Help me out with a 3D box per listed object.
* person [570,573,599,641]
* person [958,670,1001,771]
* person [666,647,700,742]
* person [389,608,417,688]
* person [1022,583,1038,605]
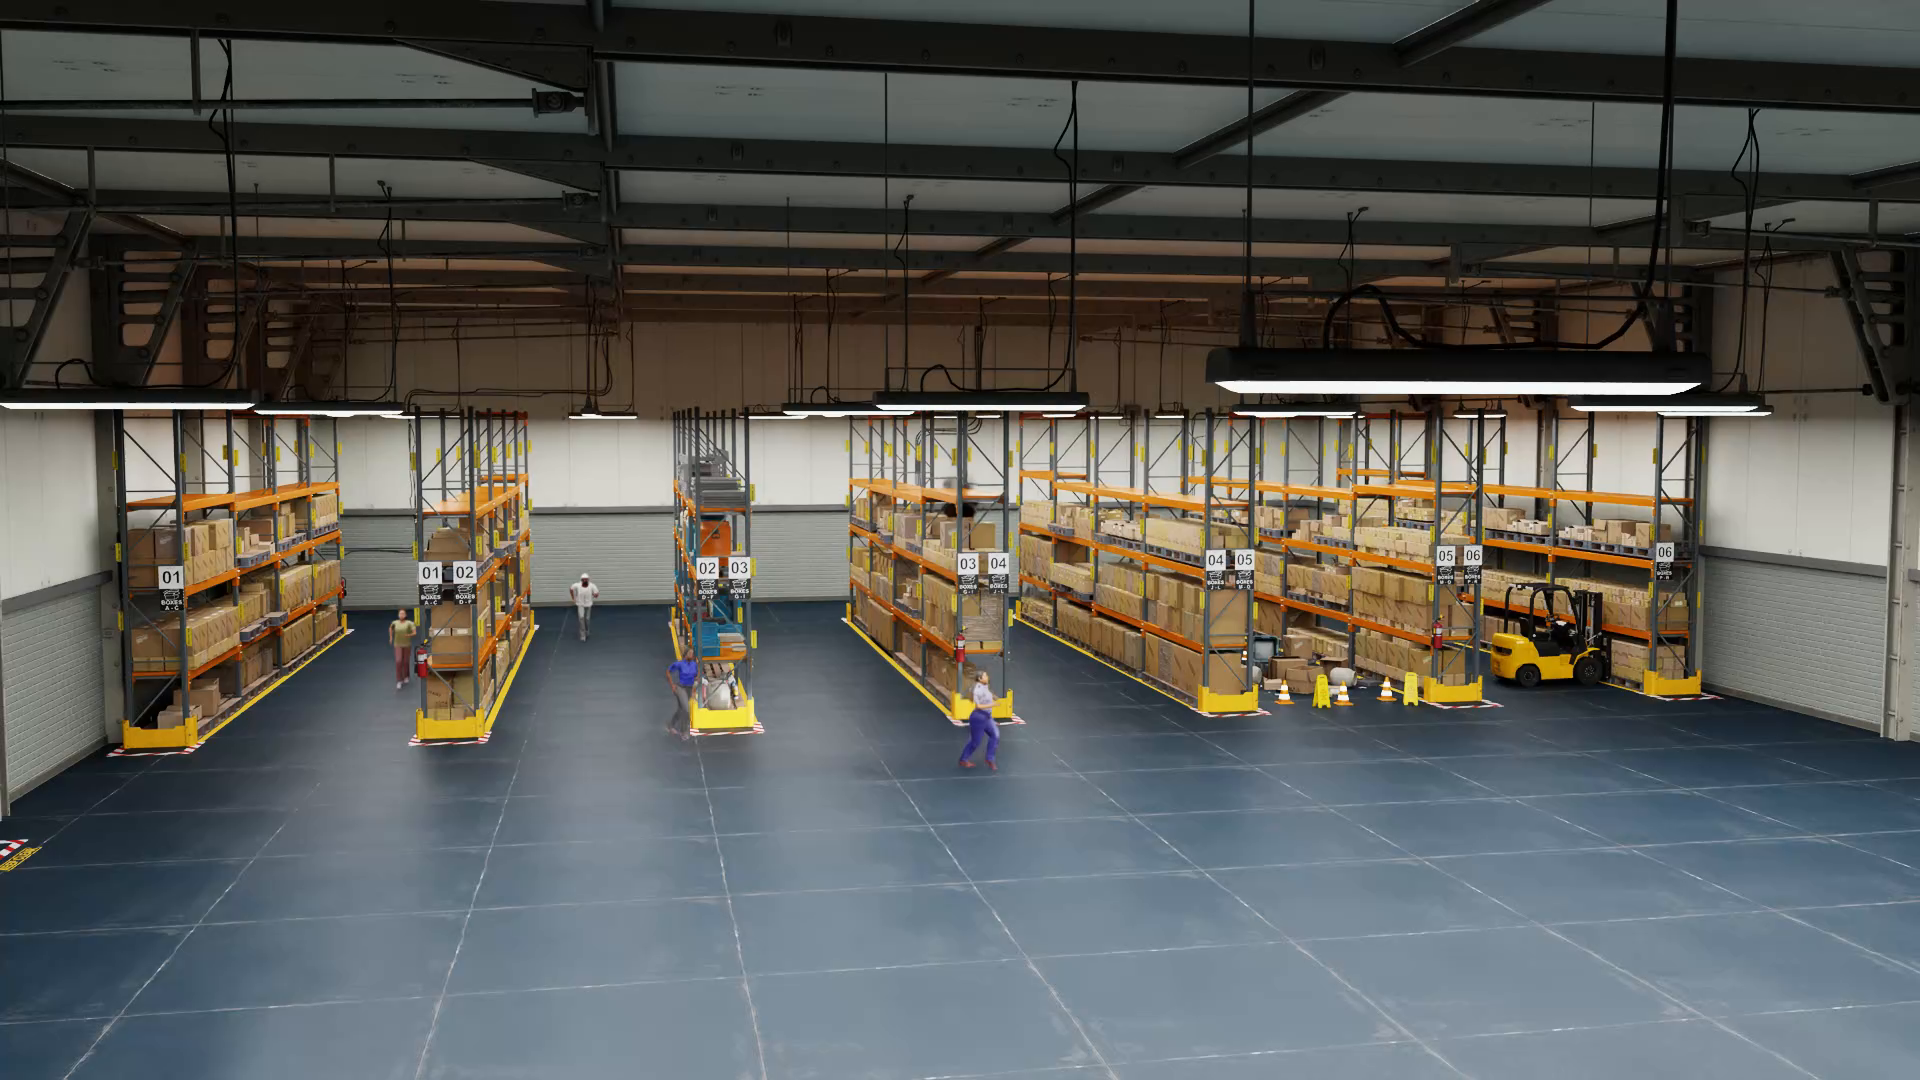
[{"bbox_3d":[-9.867,1.733,43.729,0.736,1.744,0.981,-1,4,-19],"label":"person"},{"bbox_3d":[0.338,2.985,27.272,0.746,1.690,0.583,1,4,18],"label":"person"},{"bbox_3d":[-5.010,2.781,30.140,0.801,1.683,0.569,3,5,39],"label":"person"},{"bbox_3d":[-12.030,2.310,35.932,0.578,1.680,0.882,-1,4,-15],"label":"person"},{"bbox_3d":[2.122,1.381,49.979,0.816,1.553,0.554,0,4,-6],"label":"person"}]
